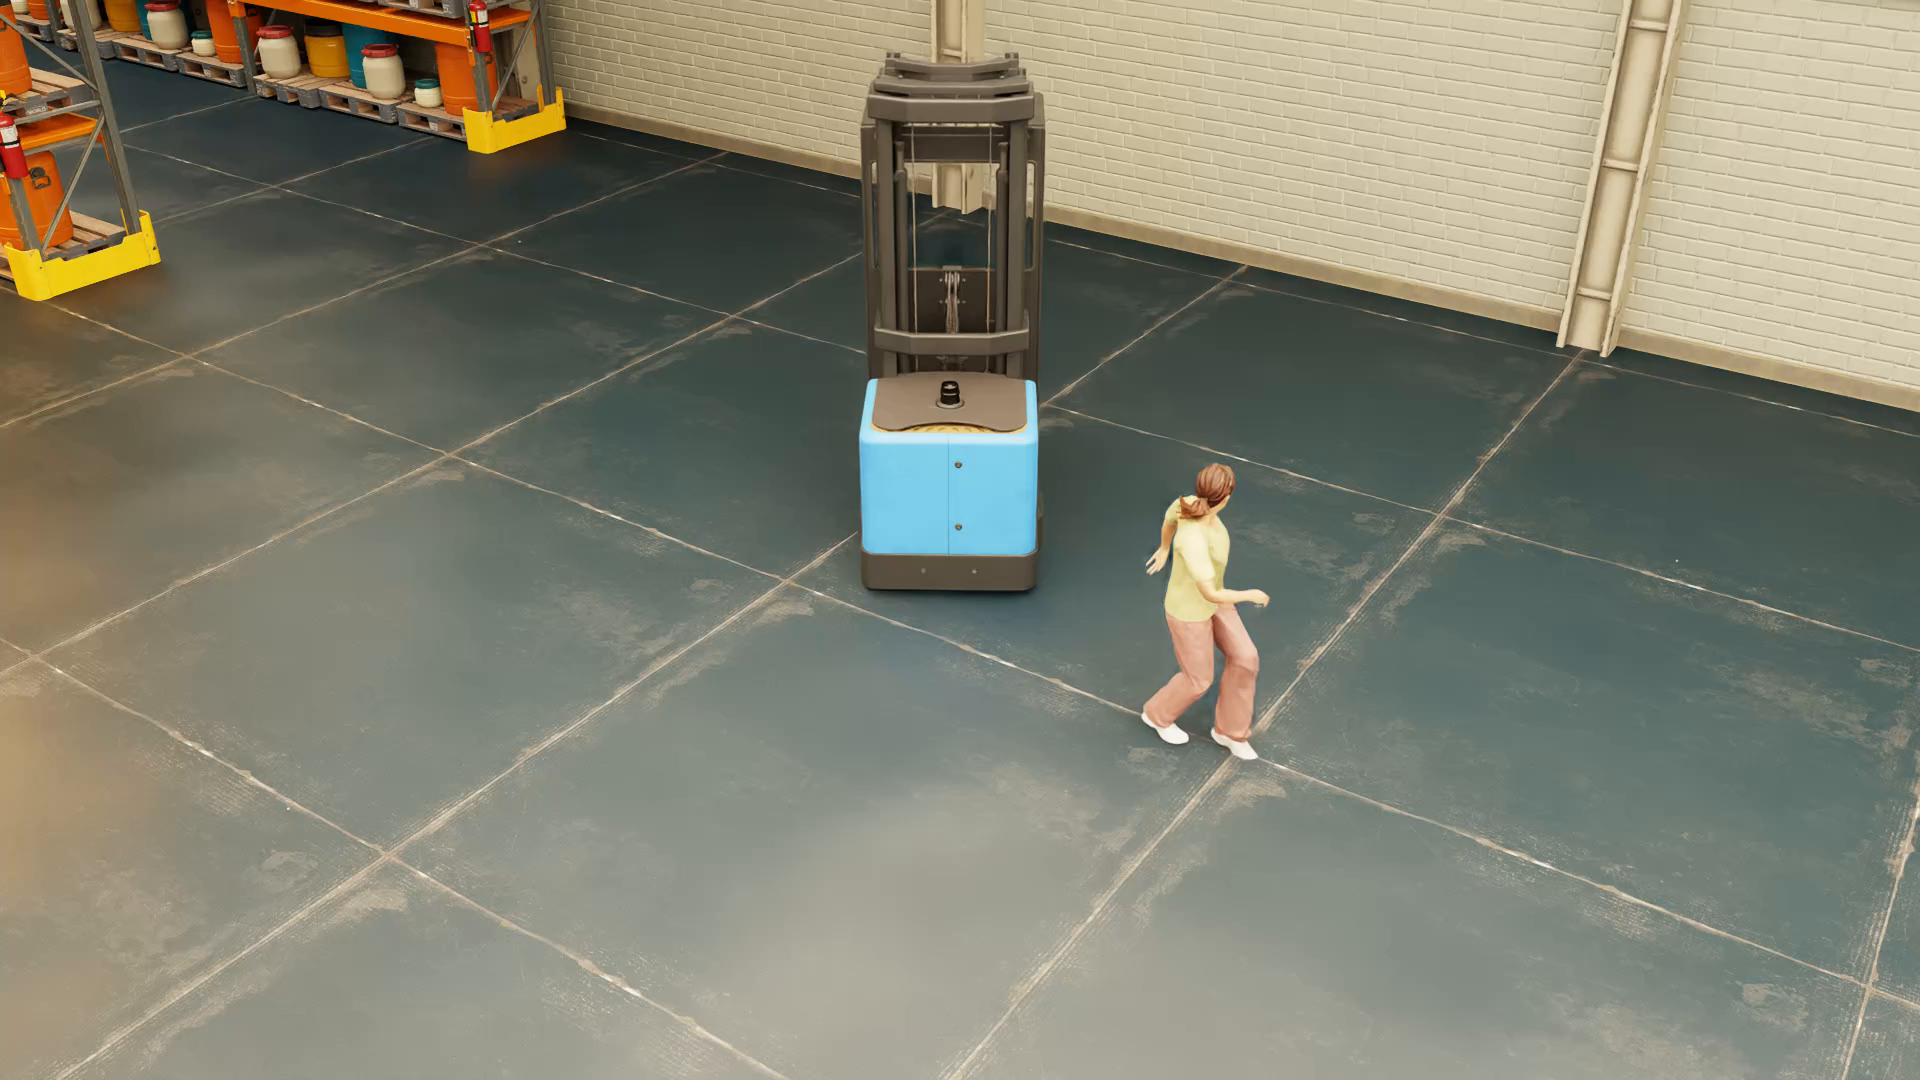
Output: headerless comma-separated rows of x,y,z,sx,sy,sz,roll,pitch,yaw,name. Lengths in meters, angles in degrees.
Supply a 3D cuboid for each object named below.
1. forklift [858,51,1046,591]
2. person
-0.036,-1.668,10.454,1.130,2.935,3.031,1,30,1,forklift
1.199,0.362,8.327,0.801,1.669,0.515,18,35,28,person
